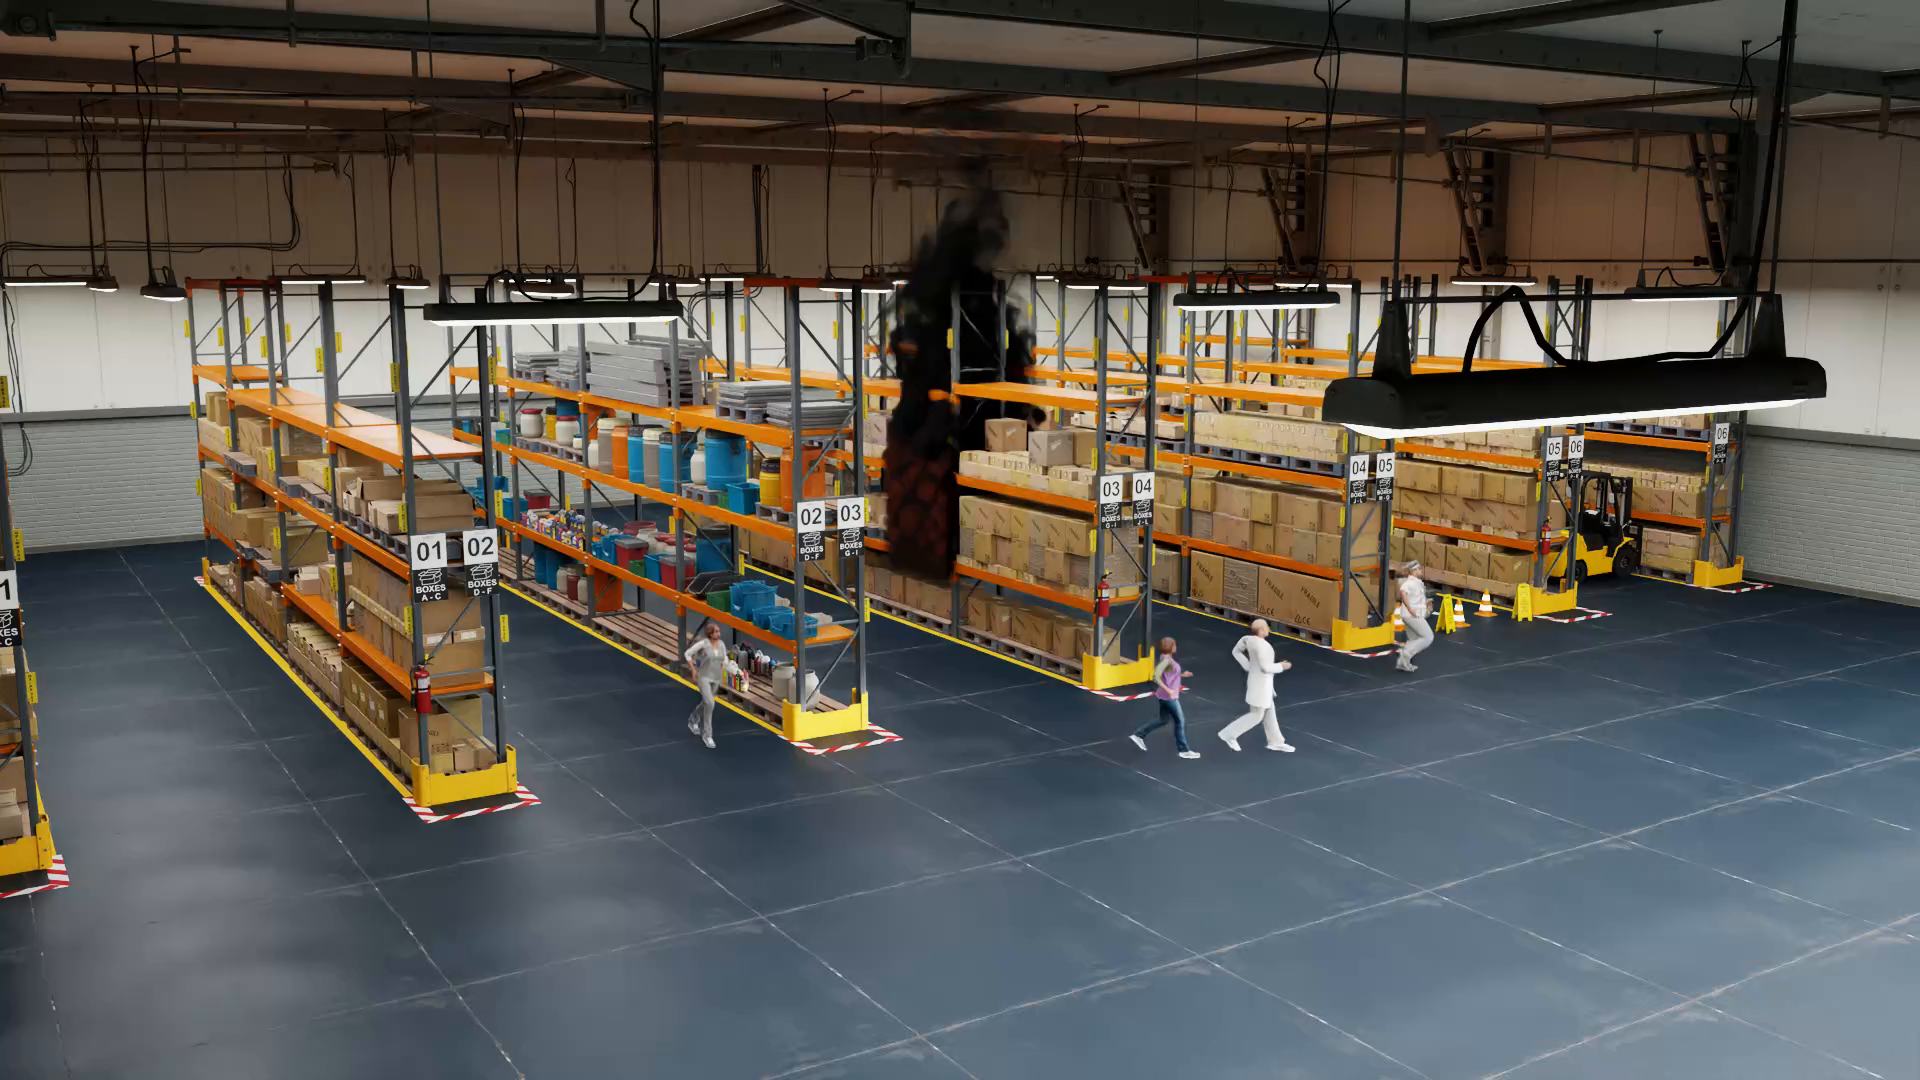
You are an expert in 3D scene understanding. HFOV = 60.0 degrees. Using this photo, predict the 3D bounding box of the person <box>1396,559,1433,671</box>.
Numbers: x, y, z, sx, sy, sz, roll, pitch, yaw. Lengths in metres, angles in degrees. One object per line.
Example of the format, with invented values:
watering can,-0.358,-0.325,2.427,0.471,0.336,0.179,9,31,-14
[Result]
person,7.078,1.157,25.912,0.546,1.708,0.673,1,10,7

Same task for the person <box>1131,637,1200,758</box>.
person,2.635,2.004,21.208,0.889,1.576,0.542,0,10,0

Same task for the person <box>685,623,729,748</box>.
person,-3.350,1.894,22.104,0.538,1.440,0.721,-9,13,-42

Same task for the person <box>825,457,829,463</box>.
person,-3.390,-1.251,40.315,0.676,1.702,0.571,2,10,14

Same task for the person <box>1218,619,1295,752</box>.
person,3.829,1.886,21.336,1.049,1.781,0.710,-1,10,-5
